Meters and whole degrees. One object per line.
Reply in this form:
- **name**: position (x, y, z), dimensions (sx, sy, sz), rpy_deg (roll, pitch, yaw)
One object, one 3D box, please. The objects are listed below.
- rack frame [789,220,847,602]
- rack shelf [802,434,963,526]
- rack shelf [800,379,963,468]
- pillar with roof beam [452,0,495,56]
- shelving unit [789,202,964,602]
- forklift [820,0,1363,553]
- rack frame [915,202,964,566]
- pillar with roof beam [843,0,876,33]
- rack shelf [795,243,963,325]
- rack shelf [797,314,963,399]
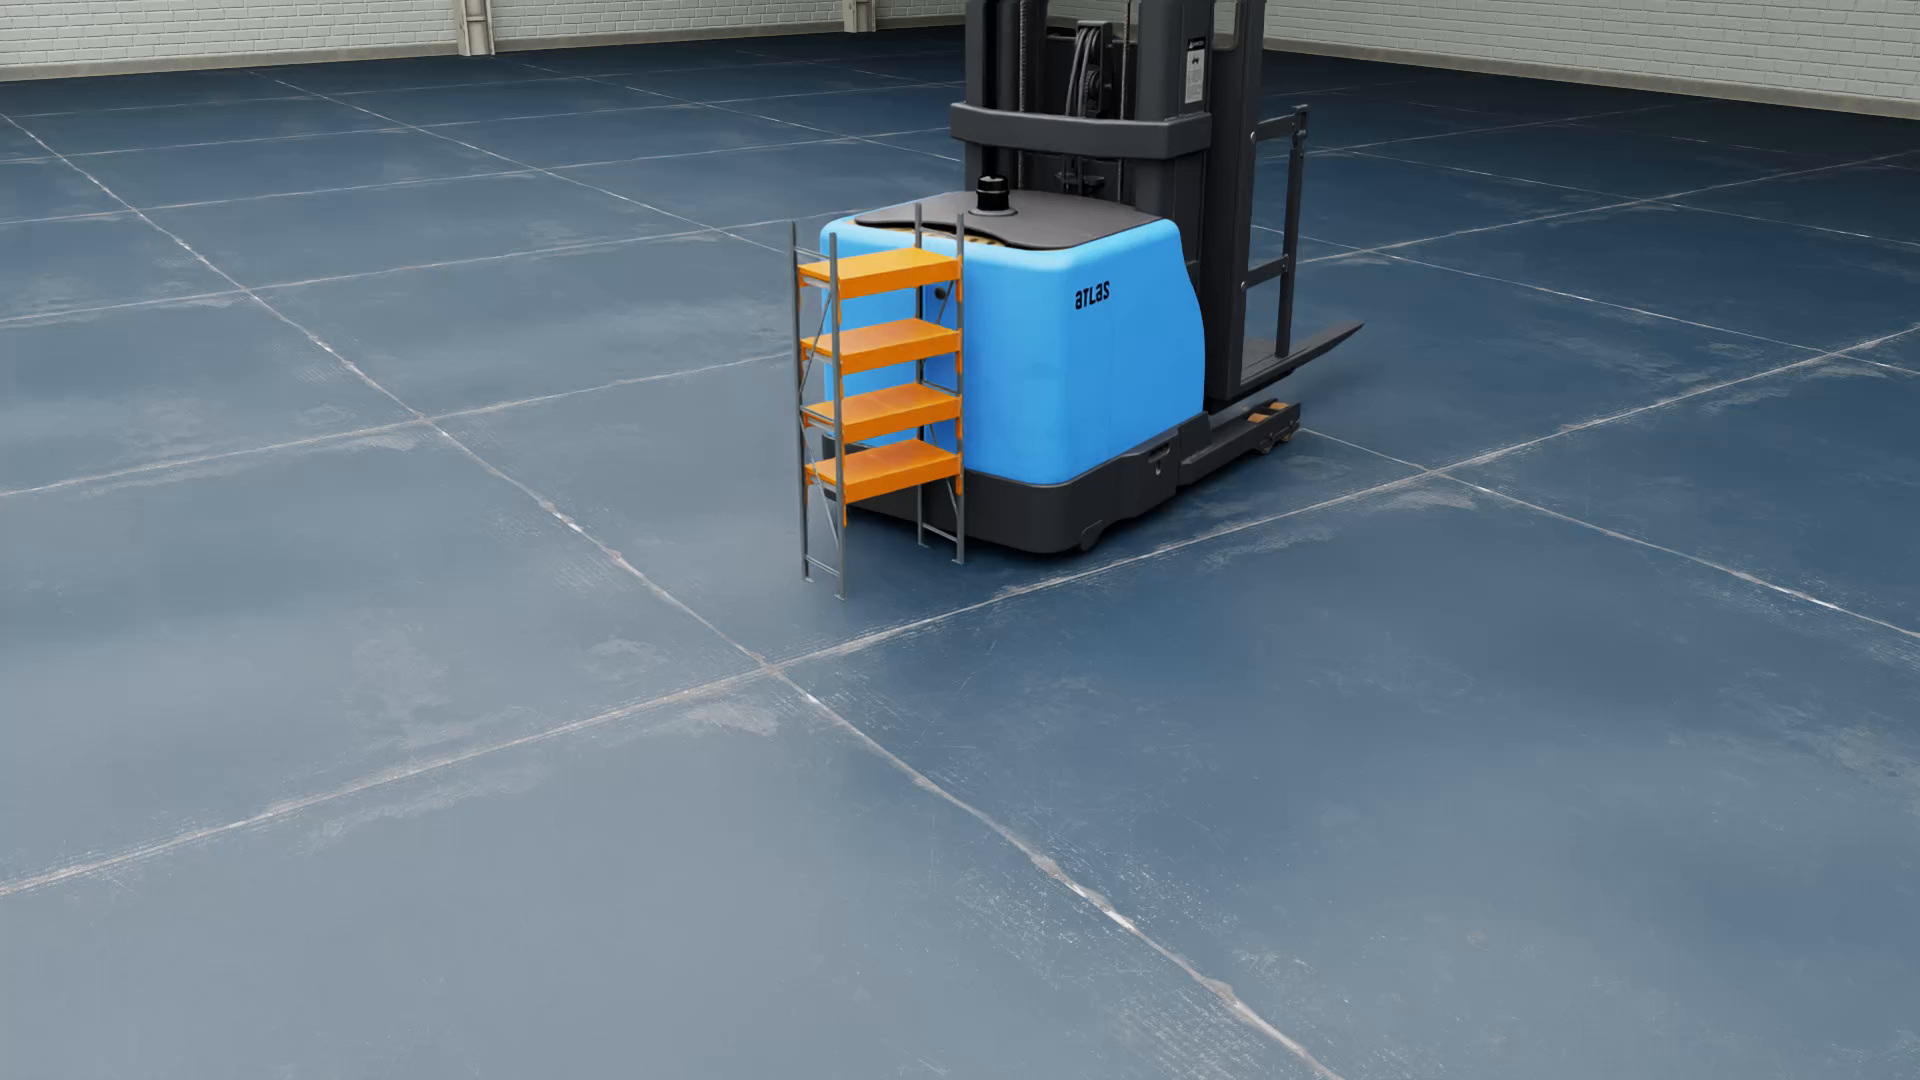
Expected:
- **rack frame**: position (-0.448, -0.393, 5.262), dimensions (0.015, 1.200, 0.240), rpy_deg (-17, 27, -35)
- **rack shelf**: position (-0.258, -0.202, 5.502), dimensions (0.480, 0.148, 0.258), rpy_deg (-17, 27, -35)
- **rack shelf**: position (-0.258, -0.387, 5.428), dimensions (0.480, 0.148, 0.258), rpy_deg (-17, 27, -35)
- **pillar with roof beam**: position (-3.881, -9.314, 17.096), dimensions (0.400, 9.000, 9.100), rpy_deg (-15, 26, -33)
- **shelving unit**: position (-0.258, -0.449, 5.403), dimensions (0.503, 1.200, 0.258), rpy_deg (-17, 27, -35)
- **forklift**: position (0.762, -1.803, 6.460), dimensions (1.130, 2.935, 3.031), rpy_deg (15, 26, 33)
- **rack frame**: position (-0.067, -0.506, 5.545), dimensions (0.015, 1.200, 0.240), rpy_deg (-17, 27, -35)
- **pillar with roof beam**: position (0.989, -10.613, 20.351), dimensions (0.400, 9.000, 9.100), rpy_deg (-15, 26, -33)
- **rack shelf**: position (-0.258, -0.814, 5.258), dimensions (0.480, 0.148, 0.258), rpy_deg (-17, 27, -35)
- **rack shelf**: position (-0.258, -0.595, 5.345), dimensions (0.480, 0.148, 0.258), rpy_deg (-17, 27, -35)
